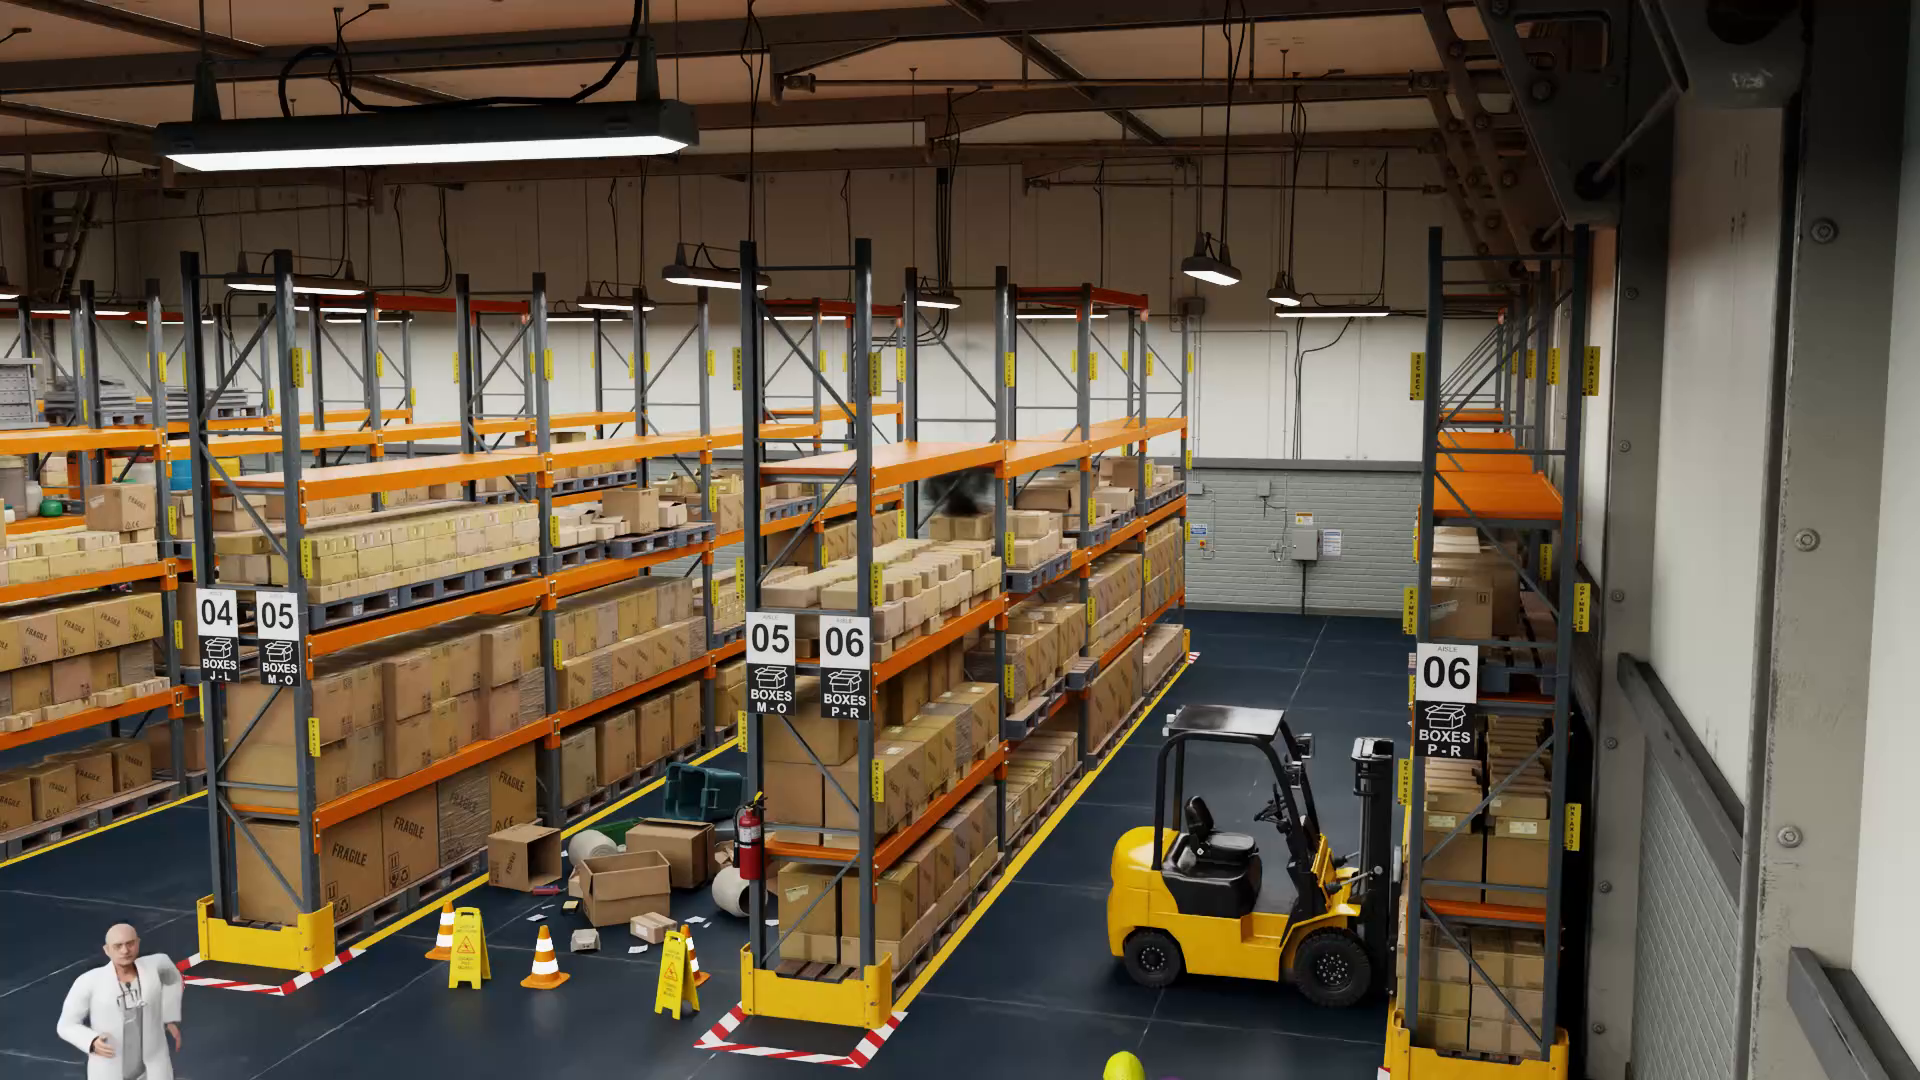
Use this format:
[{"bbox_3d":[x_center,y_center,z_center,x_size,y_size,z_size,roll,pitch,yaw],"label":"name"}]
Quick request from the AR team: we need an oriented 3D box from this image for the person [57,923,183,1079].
[{"bbox_3d":[-4.979,3.156,9.945,0.710,1.777,1.068,-4,8,-34],"label":"person"}]

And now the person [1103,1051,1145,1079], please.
[{"bbox_3d":[0.814,3.379,8.391,0.734,1.774,0.998,0,6,1],"label":"person"}]
